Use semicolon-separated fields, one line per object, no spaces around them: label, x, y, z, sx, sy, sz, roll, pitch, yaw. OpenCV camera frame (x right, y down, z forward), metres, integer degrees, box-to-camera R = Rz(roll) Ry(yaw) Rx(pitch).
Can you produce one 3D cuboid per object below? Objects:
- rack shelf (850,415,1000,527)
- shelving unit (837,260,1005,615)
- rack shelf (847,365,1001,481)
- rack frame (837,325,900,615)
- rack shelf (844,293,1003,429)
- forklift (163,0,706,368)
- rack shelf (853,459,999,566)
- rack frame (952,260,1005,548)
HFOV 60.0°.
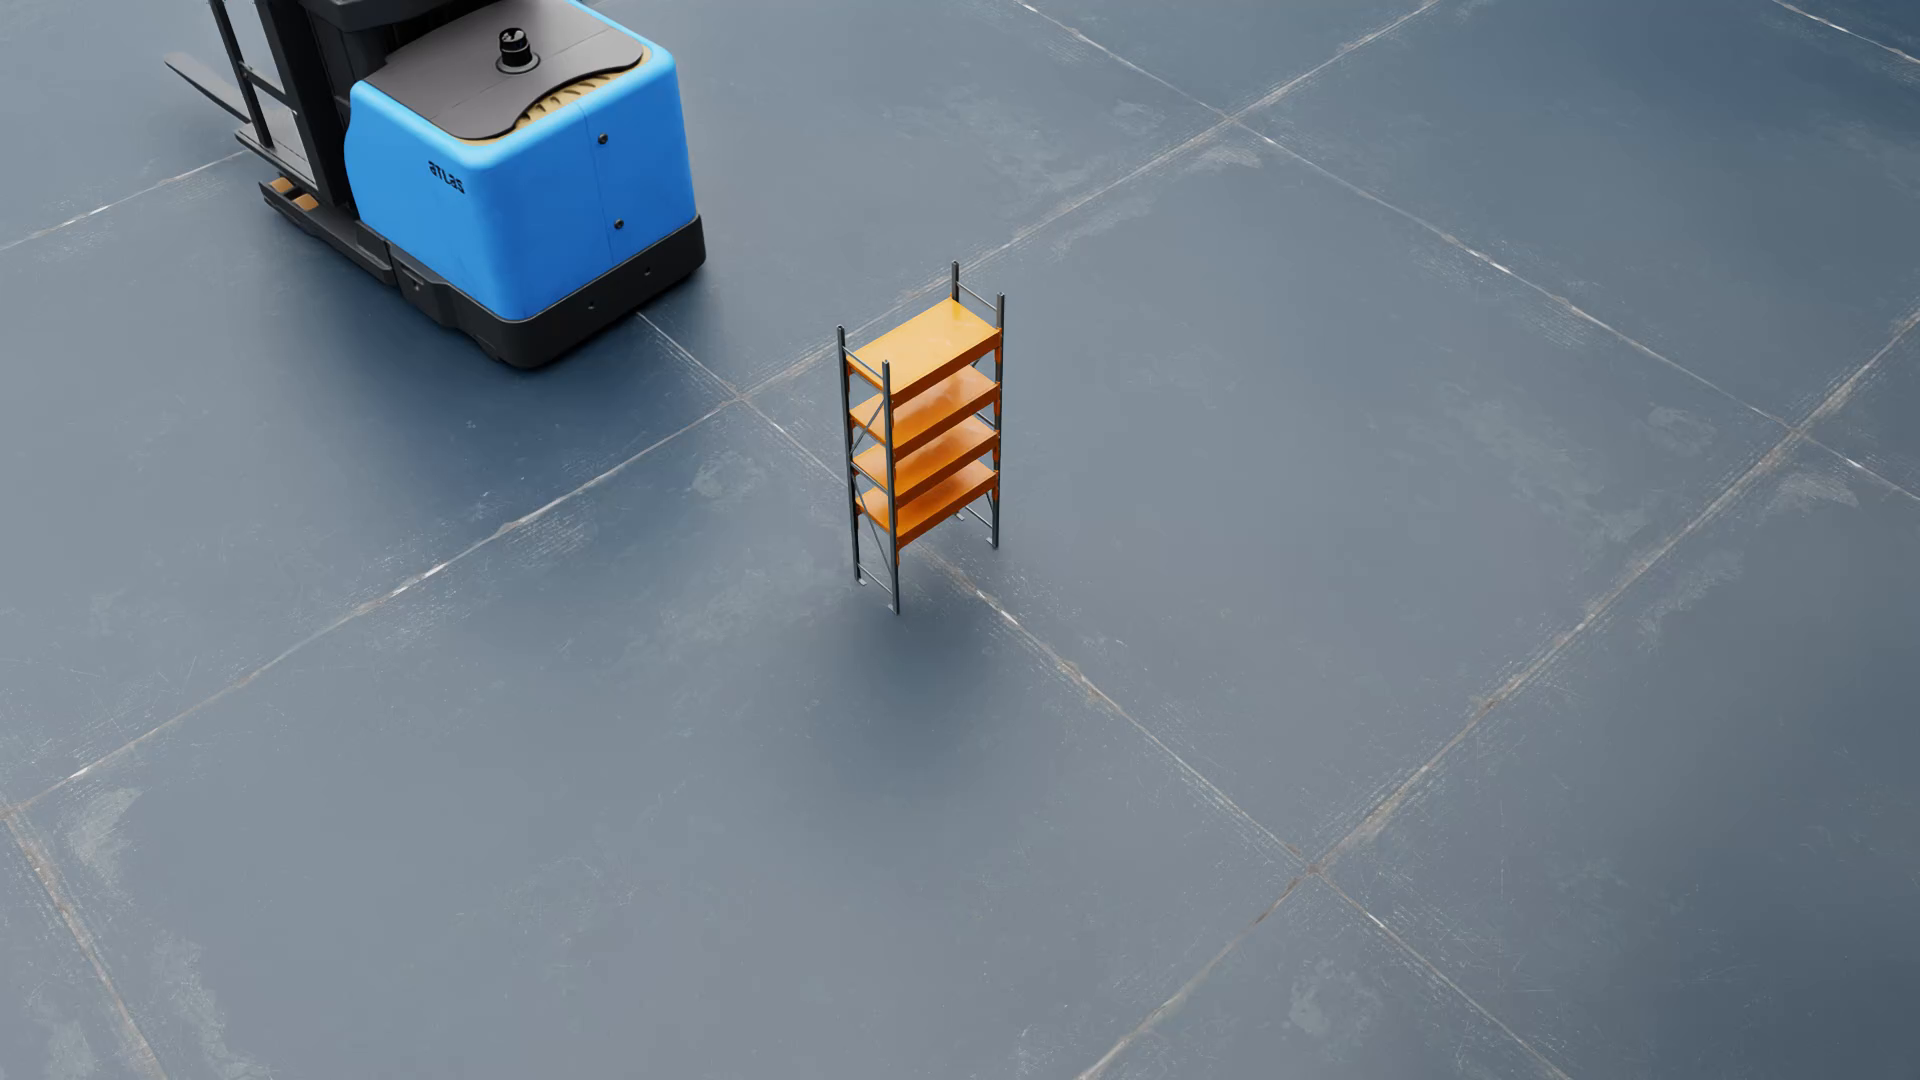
rack shelf;-0.122;-0.279;5.783;0.480;0.148;0.258;-34;56;-27
shelving unit;-0.122;-0.325;5.734;0.503;1.200;0.258;-34;56;-27
rack shelf;-0.122;-0.431;5.619;0.480;0.148;0.258;-34;56;-27
rack frame;-0.303;-0.204;5.622;0.015;1.200;0.240;-34;56;-27
rack shelf;-0.122;-0.592;5.445;0.480;0.148;0.258;-34;56;-27
forklift;-2.547;-2.646;6.697;3.031;2.935;1.130;33;56;27
rack shelf;-0.122;-0.145;5.929;0.480;0.148;0.258;-34;56;-27
rack frame;0.058;-0.446;5.845;0.015;1.200;0.240;-34;56;-27
